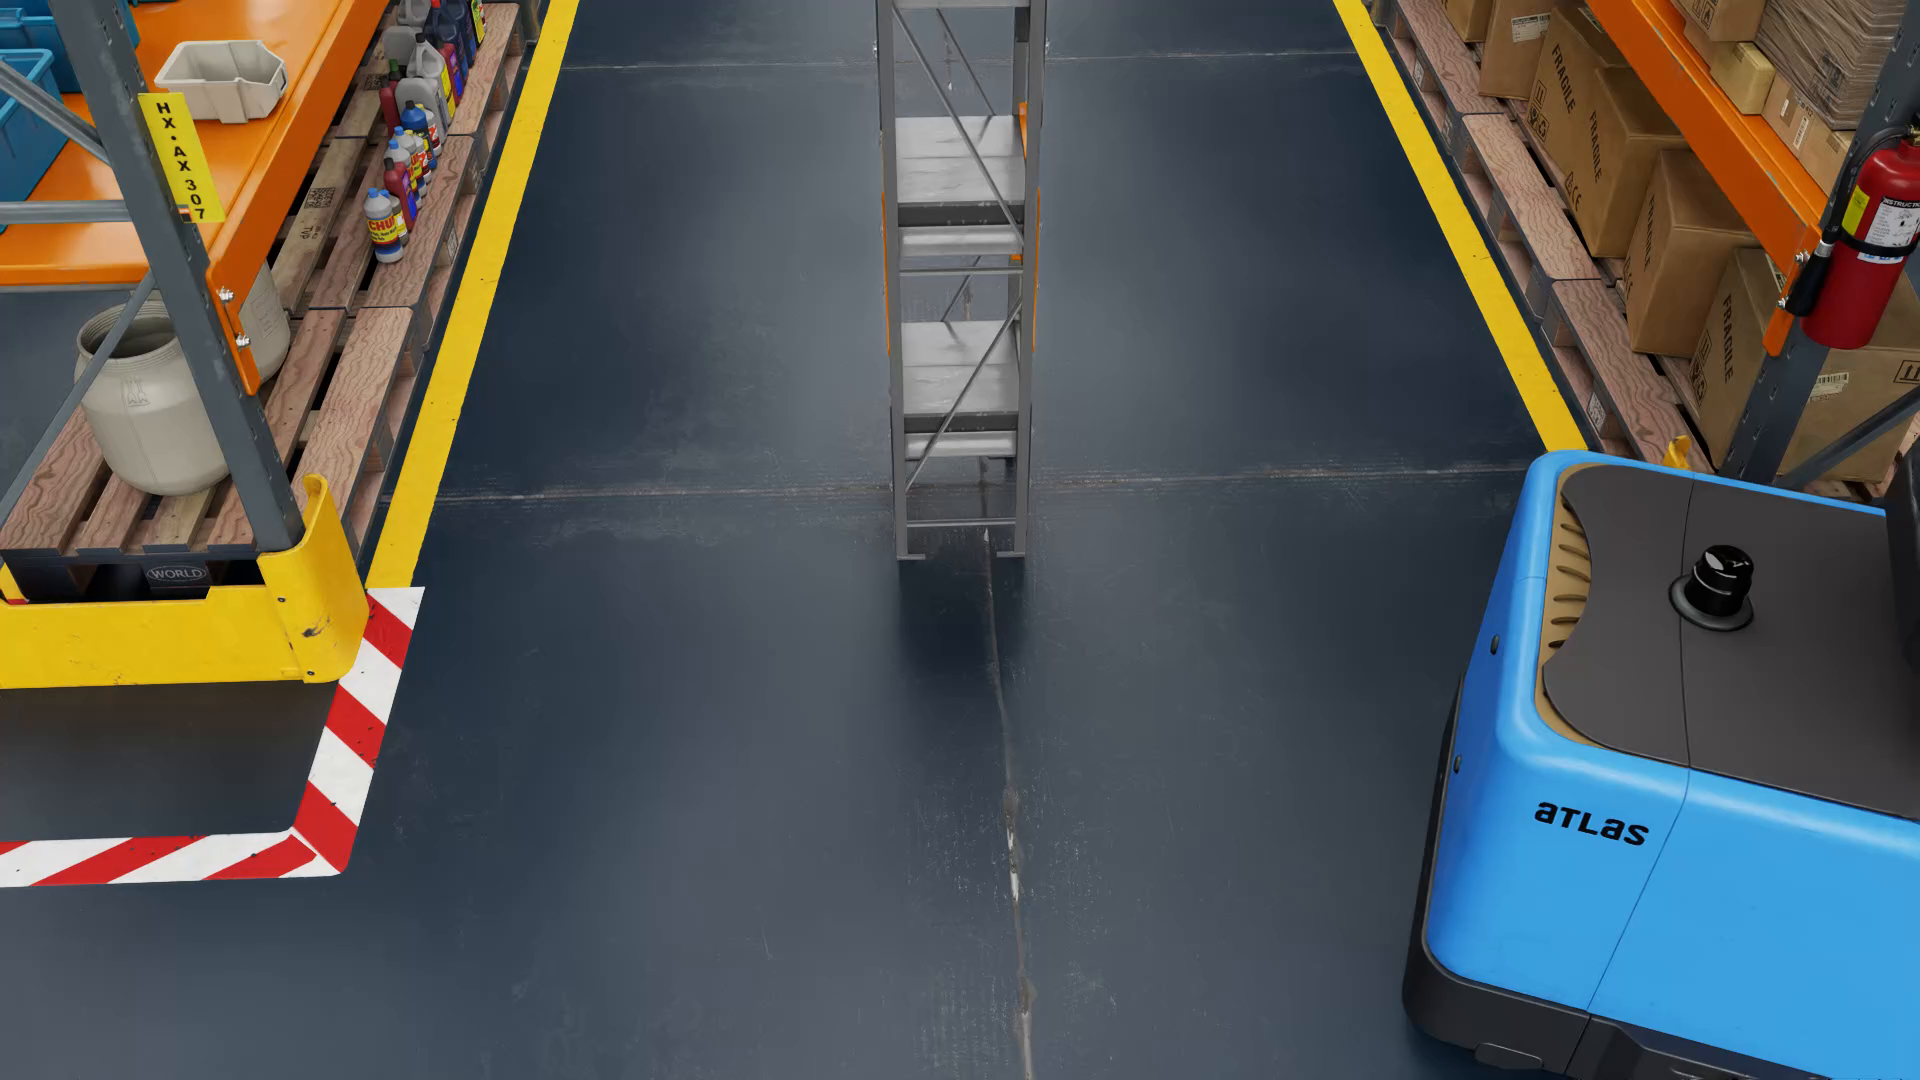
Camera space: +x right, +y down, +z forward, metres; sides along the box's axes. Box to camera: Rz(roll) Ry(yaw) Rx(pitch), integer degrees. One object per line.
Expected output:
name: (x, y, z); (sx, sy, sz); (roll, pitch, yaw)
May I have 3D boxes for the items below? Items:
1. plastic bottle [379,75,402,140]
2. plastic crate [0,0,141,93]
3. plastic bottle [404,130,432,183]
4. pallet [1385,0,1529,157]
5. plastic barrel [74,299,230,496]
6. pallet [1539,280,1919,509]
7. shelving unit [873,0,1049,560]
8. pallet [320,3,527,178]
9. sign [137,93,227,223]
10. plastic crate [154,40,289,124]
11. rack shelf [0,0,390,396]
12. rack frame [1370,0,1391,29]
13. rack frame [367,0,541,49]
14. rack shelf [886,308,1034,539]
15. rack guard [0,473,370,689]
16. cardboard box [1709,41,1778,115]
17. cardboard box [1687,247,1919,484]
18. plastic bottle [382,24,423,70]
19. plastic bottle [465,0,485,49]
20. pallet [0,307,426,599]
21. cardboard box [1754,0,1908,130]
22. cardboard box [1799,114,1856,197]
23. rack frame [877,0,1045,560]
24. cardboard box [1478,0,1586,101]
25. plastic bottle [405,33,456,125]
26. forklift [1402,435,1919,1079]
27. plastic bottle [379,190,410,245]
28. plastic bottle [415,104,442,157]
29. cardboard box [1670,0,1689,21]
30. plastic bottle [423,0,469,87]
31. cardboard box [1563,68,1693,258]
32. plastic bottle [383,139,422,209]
plastic bottle: (-2.245, -1.721, 6.592); (0.061, 0.283, 0.133); (-2, 43, -2)
plastic crate: (-2.651, -1.460, 4.733); (0.499, 0.251, 0.408); (-2, 43, -2)
plastic bottle: (-2.098, -1.476, 6.386); (0.097, 0.201, 0.097); (0, 43, 0)
pallet: (2.534, -2.109, 7.394); (1.003, 0.211, 1.213); (-2, 43, -2)
plastic barrel: (-2.413, -0.426, 5.026); (0.421, 0.512, 0.421); (0, 43, 0)
pallet: (2.637, -0.462, 5.597); (1.003, 0.211, 1.213); (-2, 43, -2)
shelving unit: (-0.007, -0.886, 4.662); (0.431, 2.100, 0.503); (-2, 43, -2)
pallet: (-2.492, -1.964, 7.237); (1.003, 0.211, 1.213); (-2, 43, -2)
sign: (-1.759, -0.862, 3.765); (0.100, 0.325, 0.005); (-2, 43, -2)
plastic crate: (-2.025, -1.263, 4.603); (0.298, 0.136, 0.250); (-2, 43, -2)
rack shelf: (-2.394, -1.832, 5.561); (1.077, 0.370, 4.000); (-2, 43, -2)
rack frame: (2.470, -3.589, 6.946); (1.000, 3.000, 0.127); (-2, 43, -2)
rack frame: (-2.479, -3.447, 6.791); (1.000, 3.000, 0.127); (-2, 43, -2)
rack shelf: (-0.007, -0.360, 5.145); (0.431, 0.518, 0.480); (-2, 43, -2)
rack guard: (-2.359, 0.125, 4.744); (1.175, 0.500, 0.348); (-2, 43, -2)
cardboard box: (2.349, -1.319, 4.655); (0.380, 0.149, 0.250); (-2, 43, -2)
cardboard box: (2.630, -0.544, 5.163); (0.500, 0.500, 0.500); (6, 43, 6)
plastic bottle: (-2.302, -2.028, 6.933); (0.152, 0.276, 0.135); (-2, 43, -2)
plastic bottle: (-2.129, -2.293, 7.216); (0.061, 0.283, 0.133); (0, 43, 0)
pallet: (-2.388, -0.317, 5.440); (1.003, 0.211, 1.213); (-2, 43, -2)
cardboard box: (2.644, -1.407, 4.271); (0.875, 0.500, 0.500); (-2, 43, -2)
cardboard box: (2.421, -0.983, 4.288); (0.380, 0.149, 0.250); (-2, 43, -2)
rack frame: (0.003, -0.721, 4.483); (0.400, 2.100, 0.015); (-2, 43, -2)
cardboard box: (2.479, -2.165, 6.931); (0.500, 0.500, 0.500); (11, 44, 12)
plastic bottle: (-2.142, -1.859, 6.693); (0.144, 0.351, 0.185); (-2, 43, -2)
forklift: (2.625, 0.105, 2.966); (3.031, 2.935, 1.130); (13, 44, 14)
plastic bottle: (-2.079, -1.180, 6.063); (0.097, 0.201, 0.097); (0, 43, 0)
plastic bottle: (-2.106, -1.615, 6.537); (0.097, 0.201, 0.097); (0, 43, 0)
cardboard box: (2.385, -1.658, 5.025); (0.380, 0.149, 0.250); (-2, 43, -2)
plastic bottle: (-2.155, -2.077, 6.930); (0.144, 0.351, 0.185); (-4, 43, -4)
cardboard box: (2.563, -1.370, 6.064); (0.500, 0.500, 0.500); (2, 43, 2)
plastic bottle: (-2.089, -1.367, 6.215); (0.097, 0.271, 0.097); (0, 43, 0)
